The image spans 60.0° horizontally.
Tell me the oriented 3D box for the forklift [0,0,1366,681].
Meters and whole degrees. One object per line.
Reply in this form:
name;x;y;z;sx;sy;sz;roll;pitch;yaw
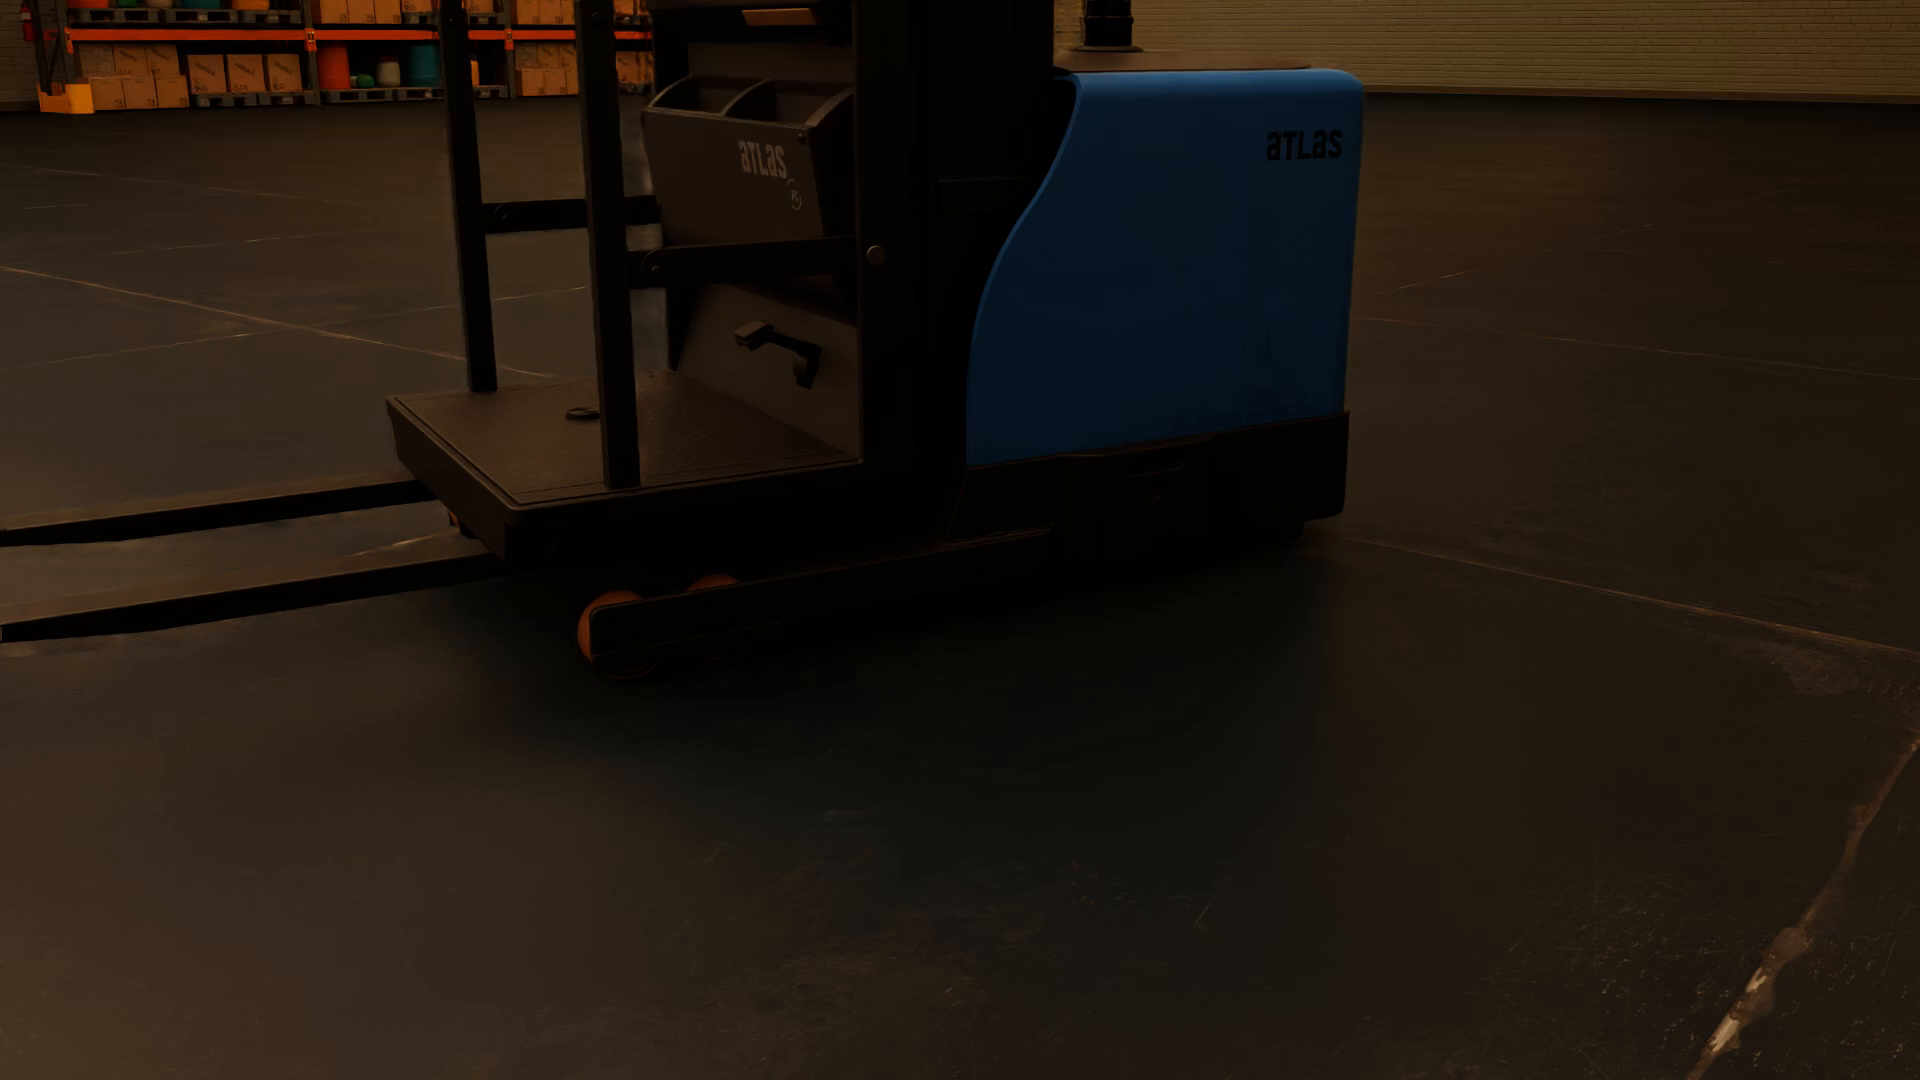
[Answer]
forklift;-0.627;-1.317;3.234;3.031;2.935;1.130;-9;19;-28
